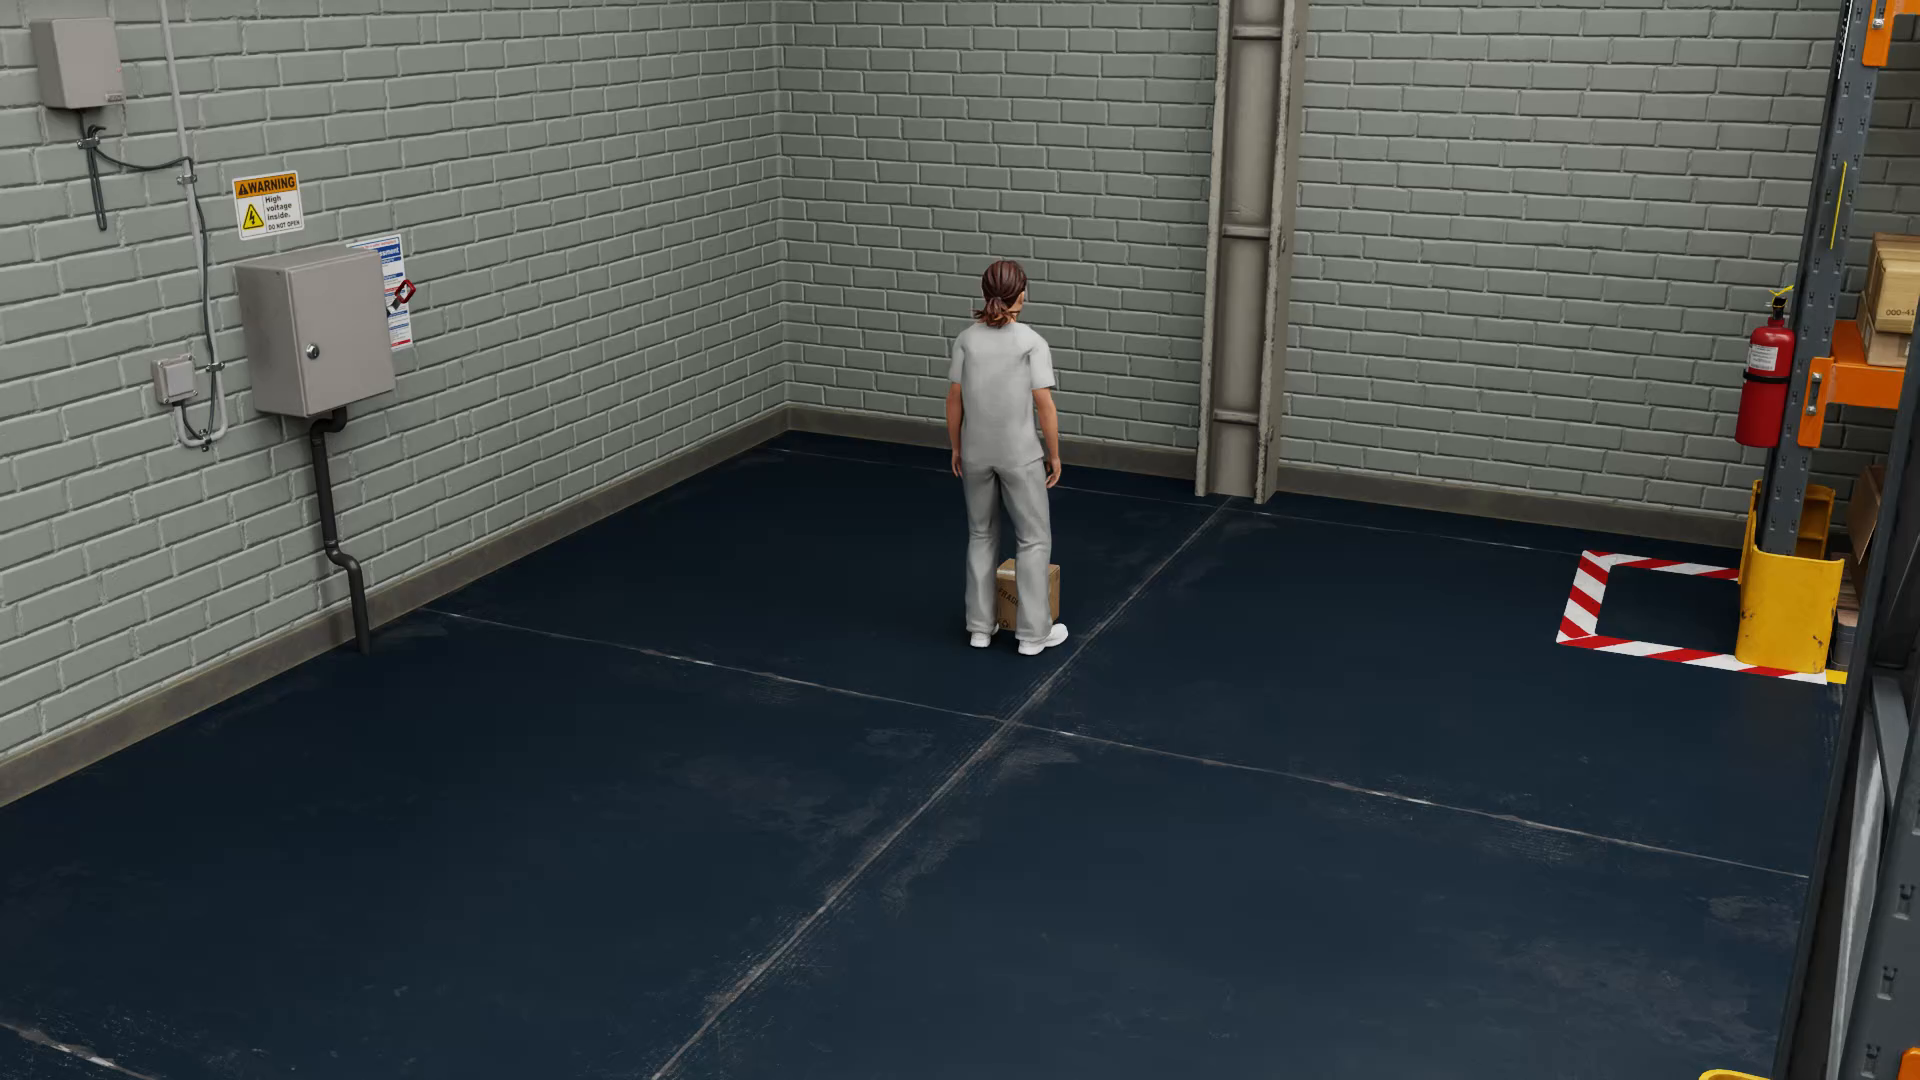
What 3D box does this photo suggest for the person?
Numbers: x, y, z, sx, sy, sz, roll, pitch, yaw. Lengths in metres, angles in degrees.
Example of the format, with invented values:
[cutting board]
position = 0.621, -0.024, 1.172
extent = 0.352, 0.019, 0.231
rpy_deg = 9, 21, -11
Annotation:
[person]
position = 0.192, -0.344, 7.059
extent = 0.513, 1.673, 0.355
rpy_deg = 7, 20, 20
